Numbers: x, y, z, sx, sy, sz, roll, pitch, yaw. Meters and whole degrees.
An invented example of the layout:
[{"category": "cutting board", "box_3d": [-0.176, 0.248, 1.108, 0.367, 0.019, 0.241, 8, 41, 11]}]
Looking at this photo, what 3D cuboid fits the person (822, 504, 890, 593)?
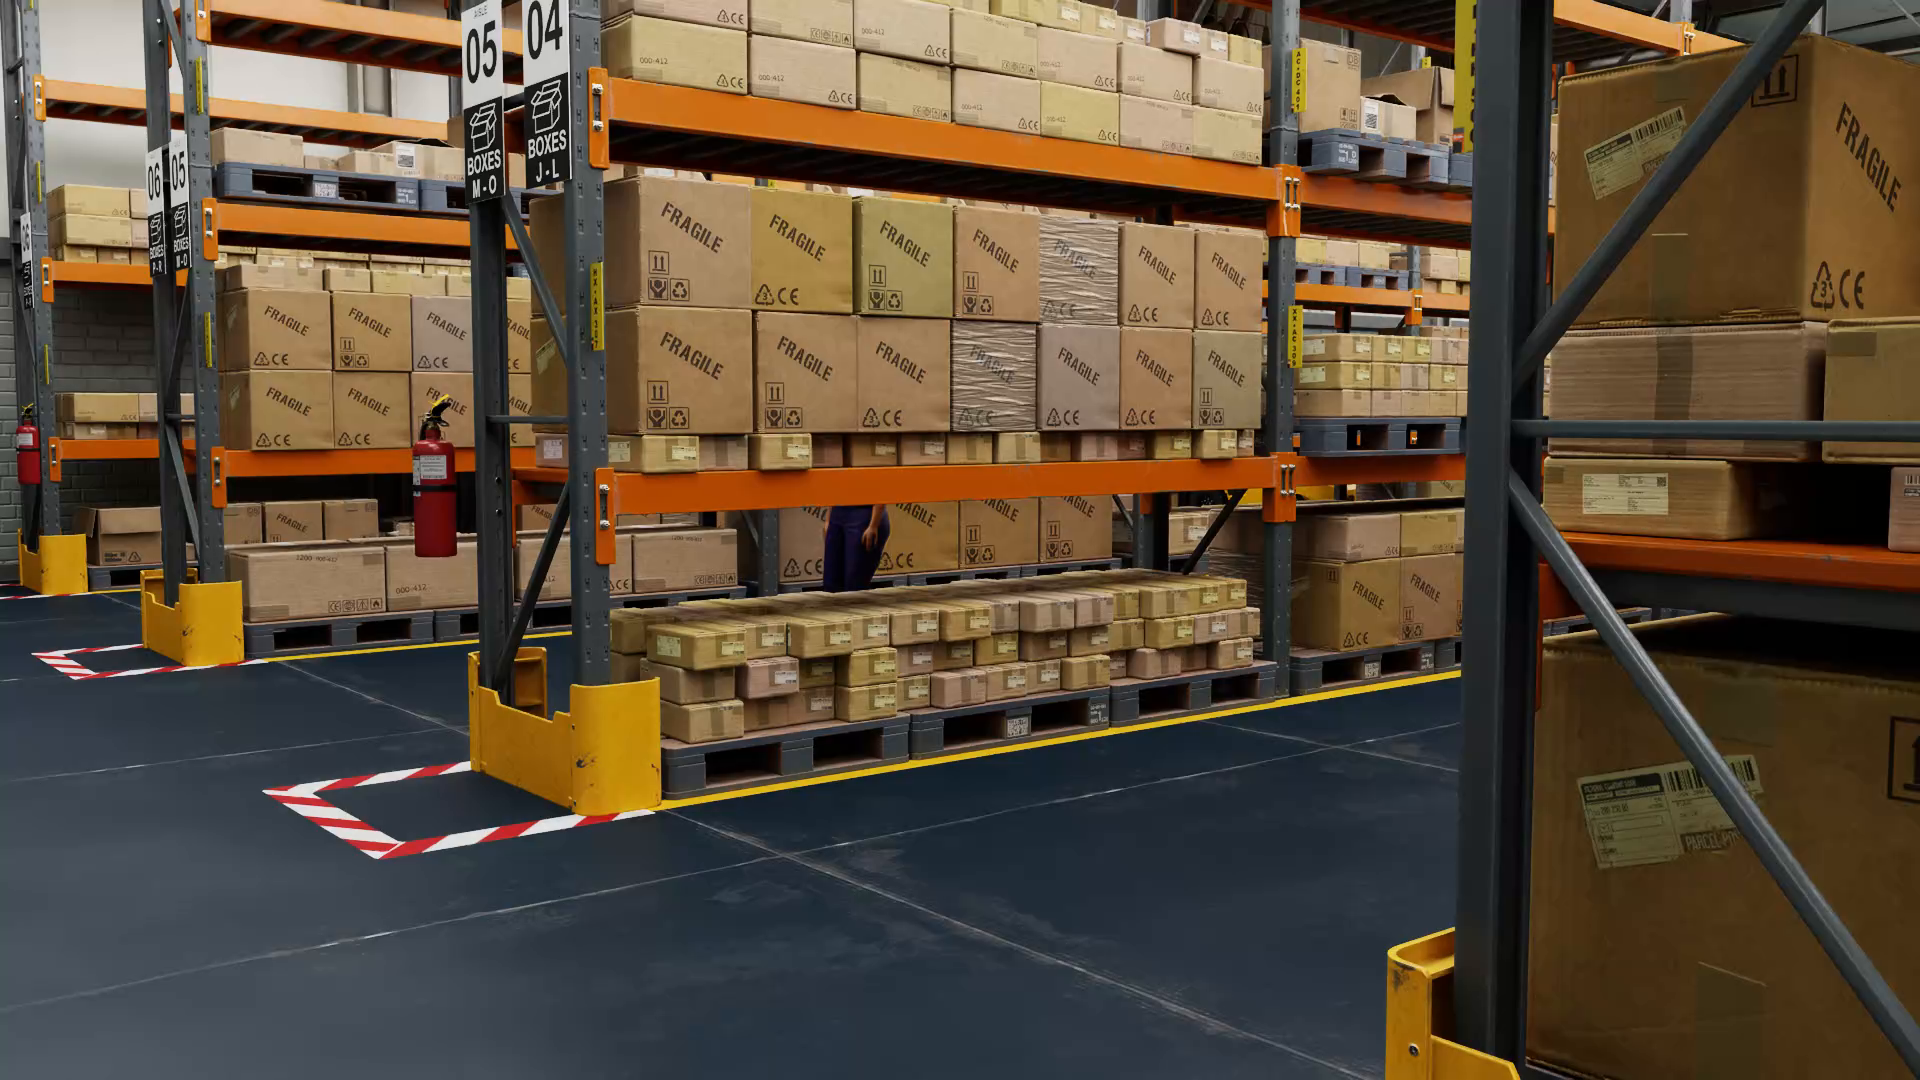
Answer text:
[{"category": "person", "box_3d": [-0.678, -0.070, 10.300, 0.414, 1.637, 0.545, -4, 6, -39]}]
